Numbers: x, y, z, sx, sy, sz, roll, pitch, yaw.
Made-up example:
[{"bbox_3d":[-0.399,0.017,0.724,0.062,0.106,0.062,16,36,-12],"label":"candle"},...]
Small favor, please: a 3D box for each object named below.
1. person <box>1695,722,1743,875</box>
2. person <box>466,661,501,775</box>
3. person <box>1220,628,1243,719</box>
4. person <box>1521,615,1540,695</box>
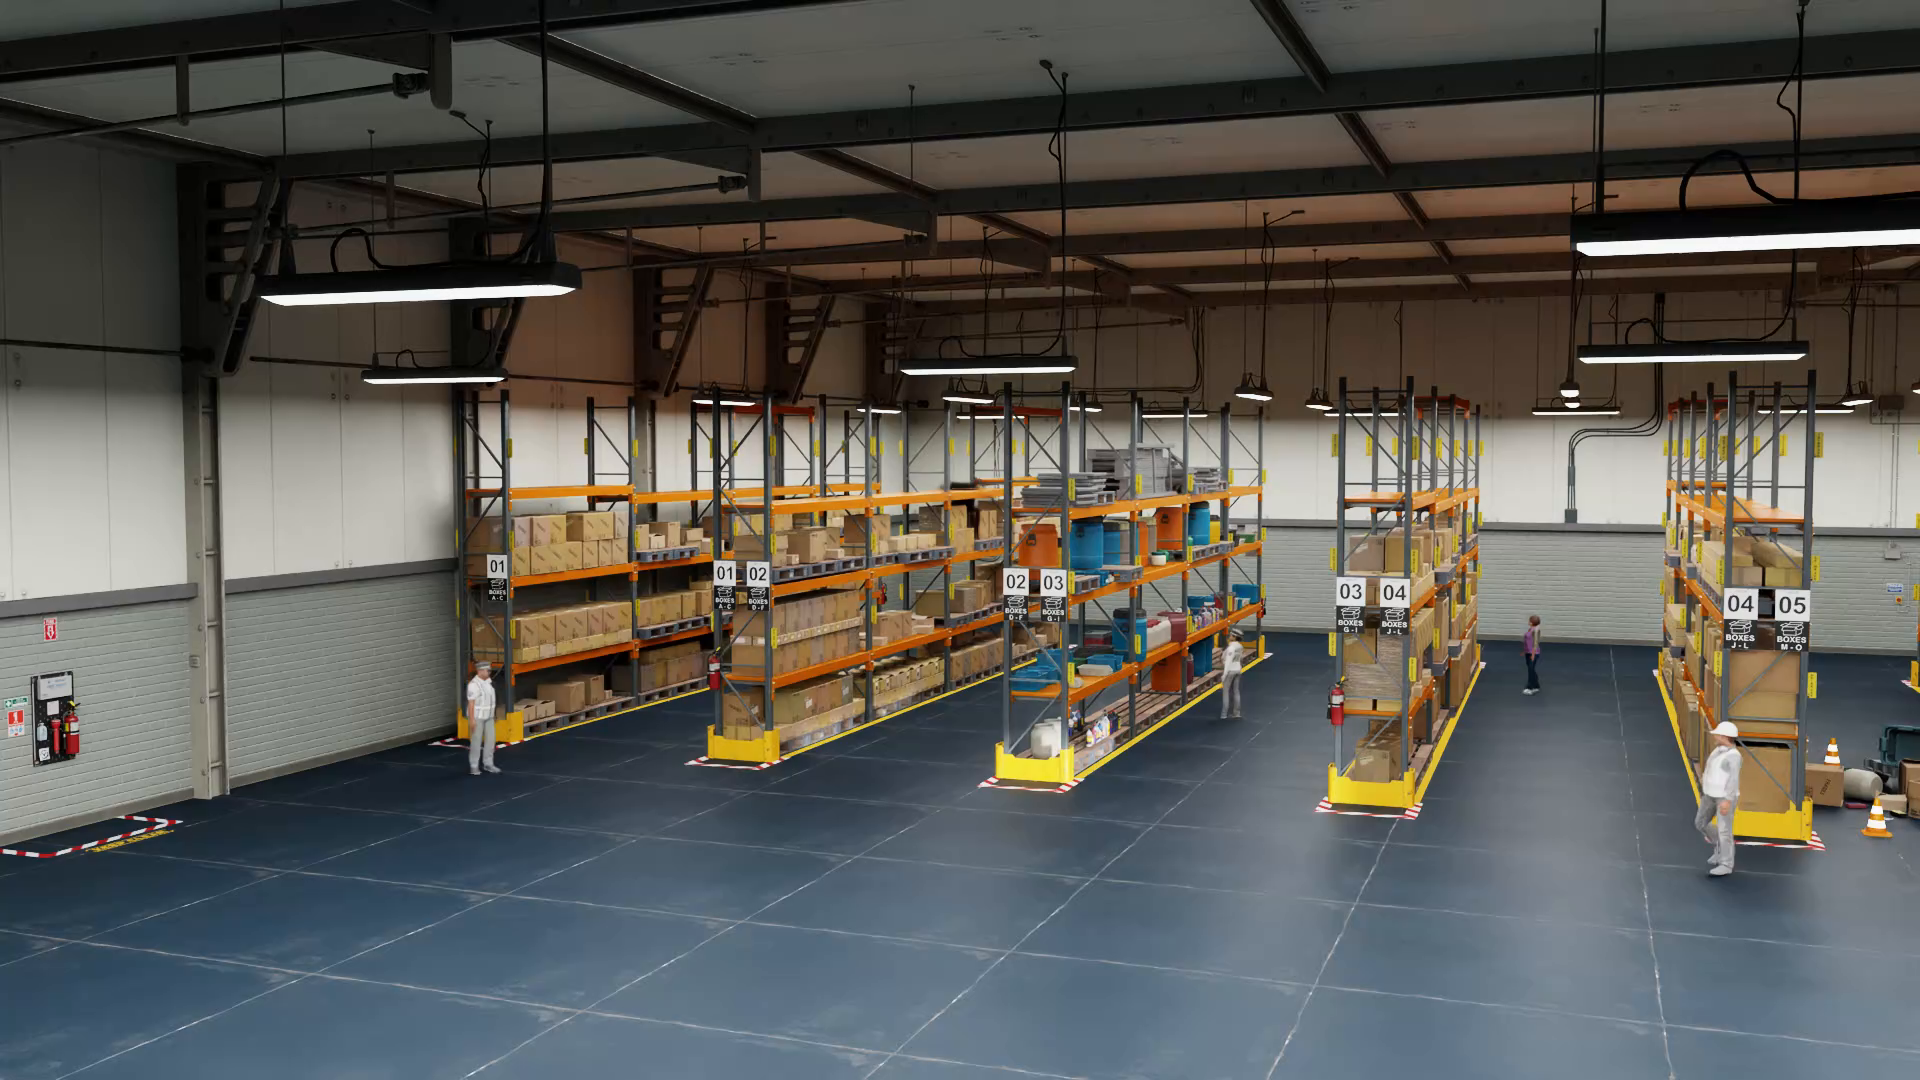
[{"bbox_3d":[8.995,3.024,19.675,0.480,1.775,0.608,0,3,-8],"label":"person"},{"bbox_3d":[-7.378,2.730,25.589,0.441,1.762,0.599,1,3,24],"label":"person"},{"bbox_3d":[5.028,2.472,30.815,0.497,1.704,0.411,-3,4,-40],"label":"person"},{"bbox_3d":[11.664,2.361,34.011,0.544,1.591,0.445,-1,3,-15],"label":"person"}]
